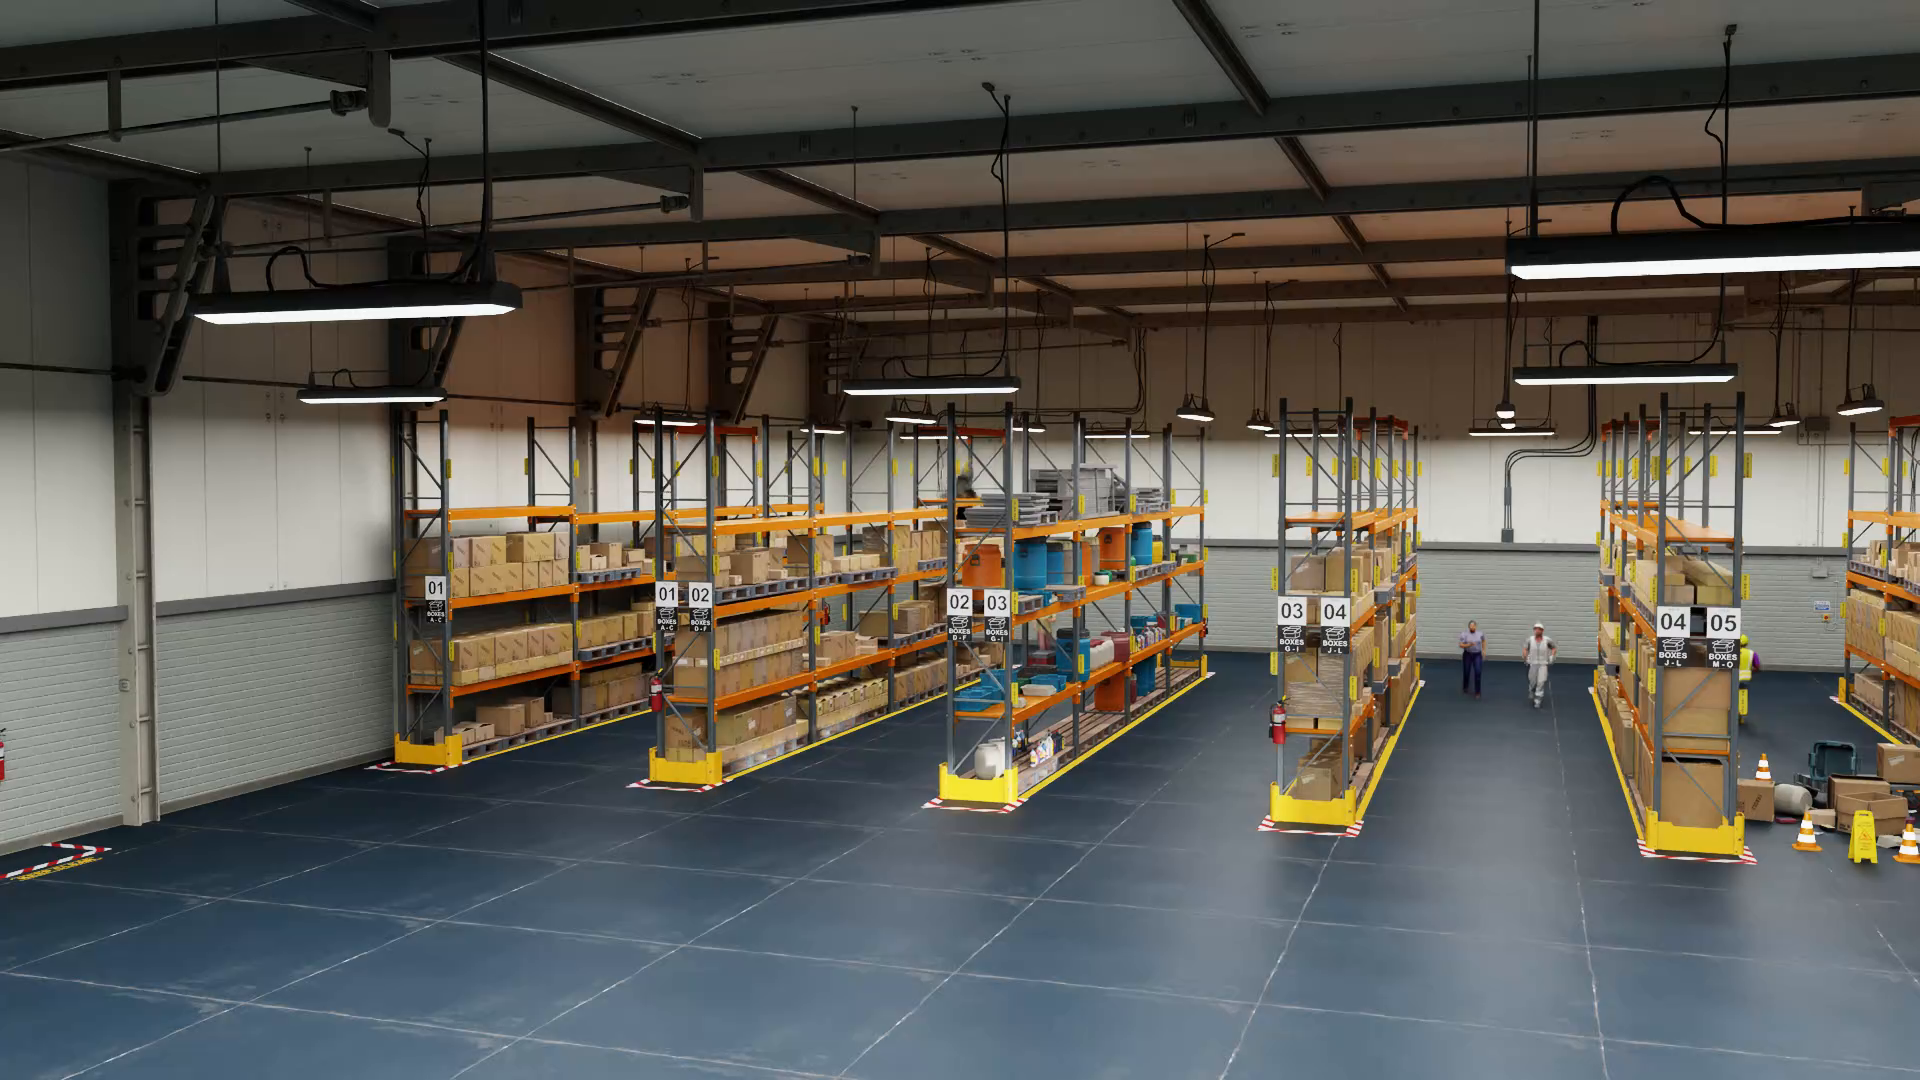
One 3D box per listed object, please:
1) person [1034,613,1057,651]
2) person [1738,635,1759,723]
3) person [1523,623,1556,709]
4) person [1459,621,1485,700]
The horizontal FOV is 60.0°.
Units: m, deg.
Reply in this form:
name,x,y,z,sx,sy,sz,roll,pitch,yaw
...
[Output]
name,x,y,z,sx,sy,sz,roll,pitch,yaw
person,2.015,2.199,39.432,0.572,1.705,0.915,0,2,6
person,15.409,2.727,32.890,0.704,1.721,0.553,1,3,15
person,12.184,2.634,34.968,0.661,1.775,0.798,1,3,22
person,11.233,2.622,36.465,0.590,1.688,0.862,0,2,11
